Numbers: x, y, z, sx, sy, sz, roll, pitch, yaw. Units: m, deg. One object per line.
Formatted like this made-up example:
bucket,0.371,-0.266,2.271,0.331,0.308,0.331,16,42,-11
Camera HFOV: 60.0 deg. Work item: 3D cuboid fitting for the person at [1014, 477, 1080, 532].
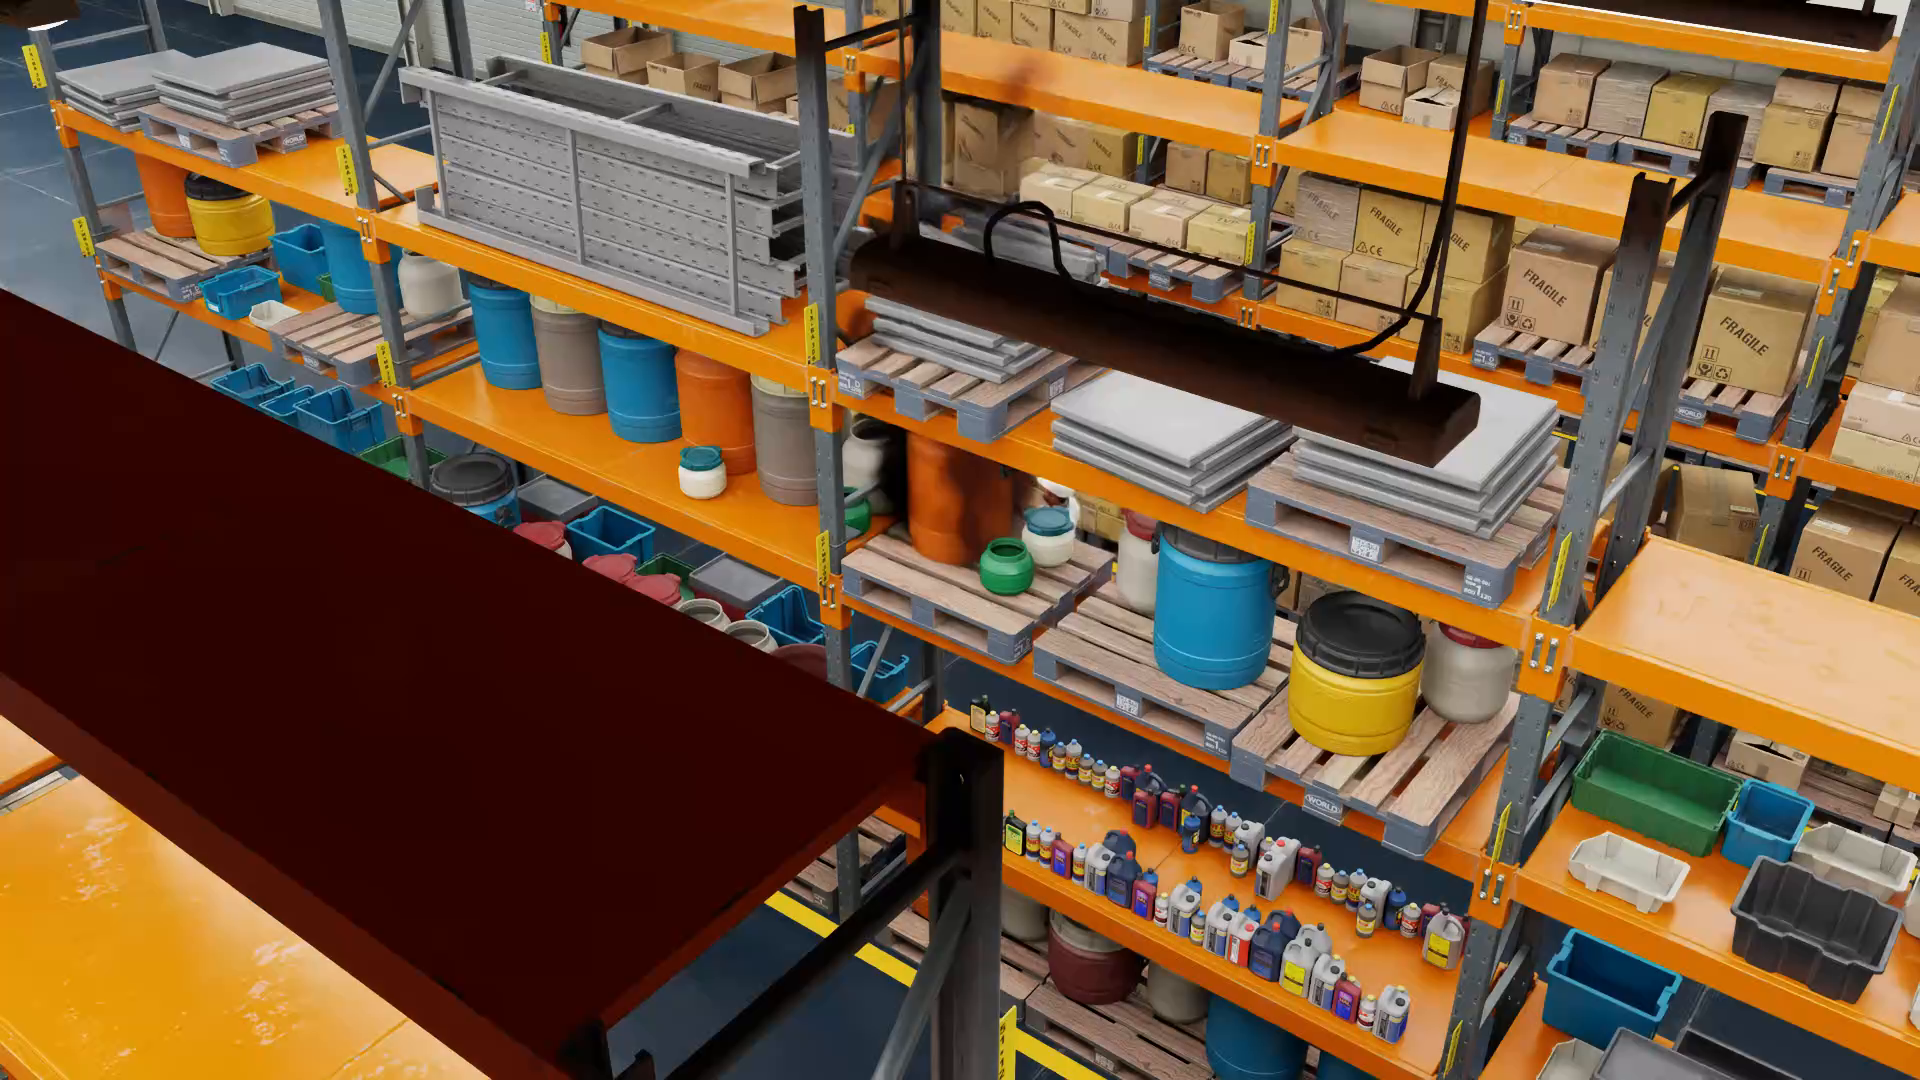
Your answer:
person,0.682,0.258,12.563,0.760,1.823,0.646,15,35,23
